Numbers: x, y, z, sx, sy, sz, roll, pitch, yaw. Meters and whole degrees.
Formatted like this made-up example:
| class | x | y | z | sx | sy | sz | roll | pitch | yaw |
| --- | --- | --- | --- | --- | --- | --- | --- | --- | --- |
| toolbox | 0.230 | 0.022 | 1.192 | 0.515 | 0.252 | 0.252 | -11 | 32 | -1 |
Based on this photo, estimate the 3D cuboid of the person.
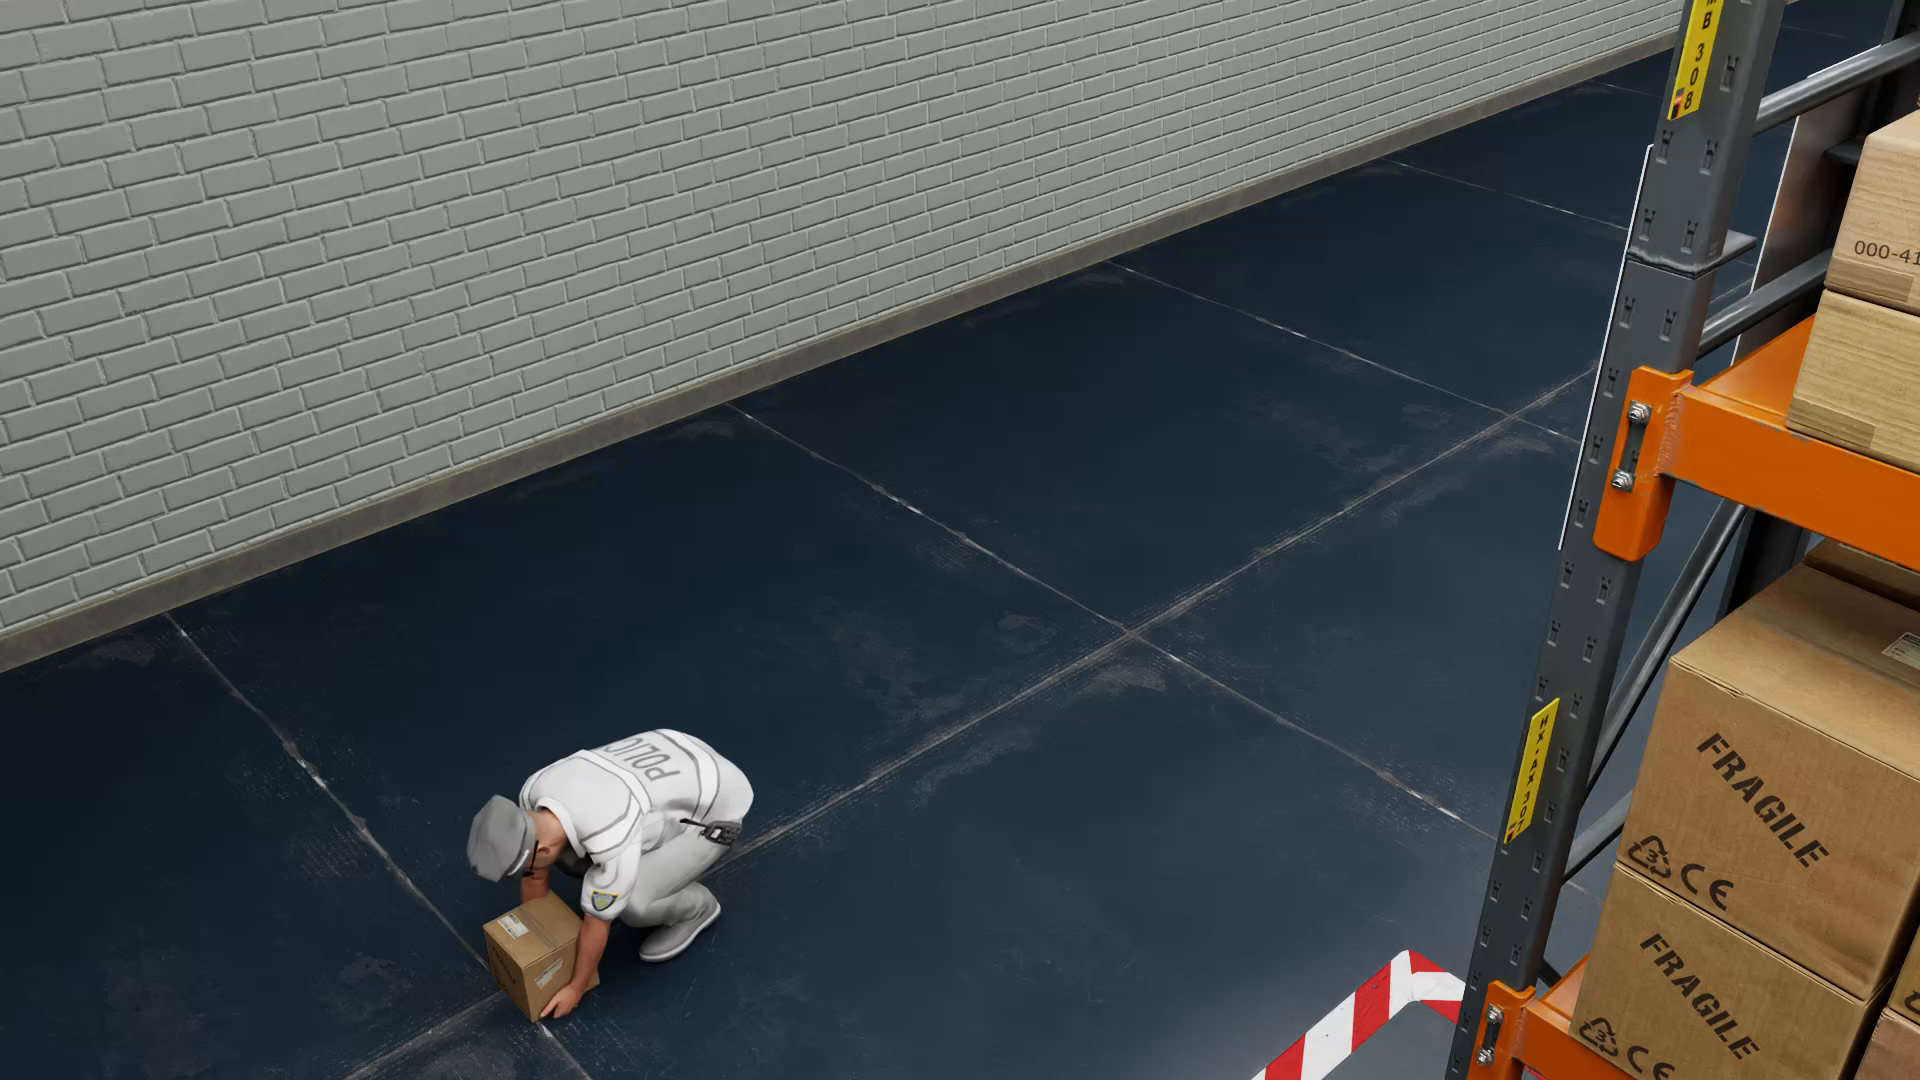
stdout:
| class | x | y | z | sx | sy | sz | roll | pitch | yaw |
| --- | --- | --- | --- | --- | --- | --- | --- | --- | --- |
| person | -1.127 | 1.032 | 5.421 | 0.986 | 0.906 | 0.542 | -26 | 40 | -36 |
